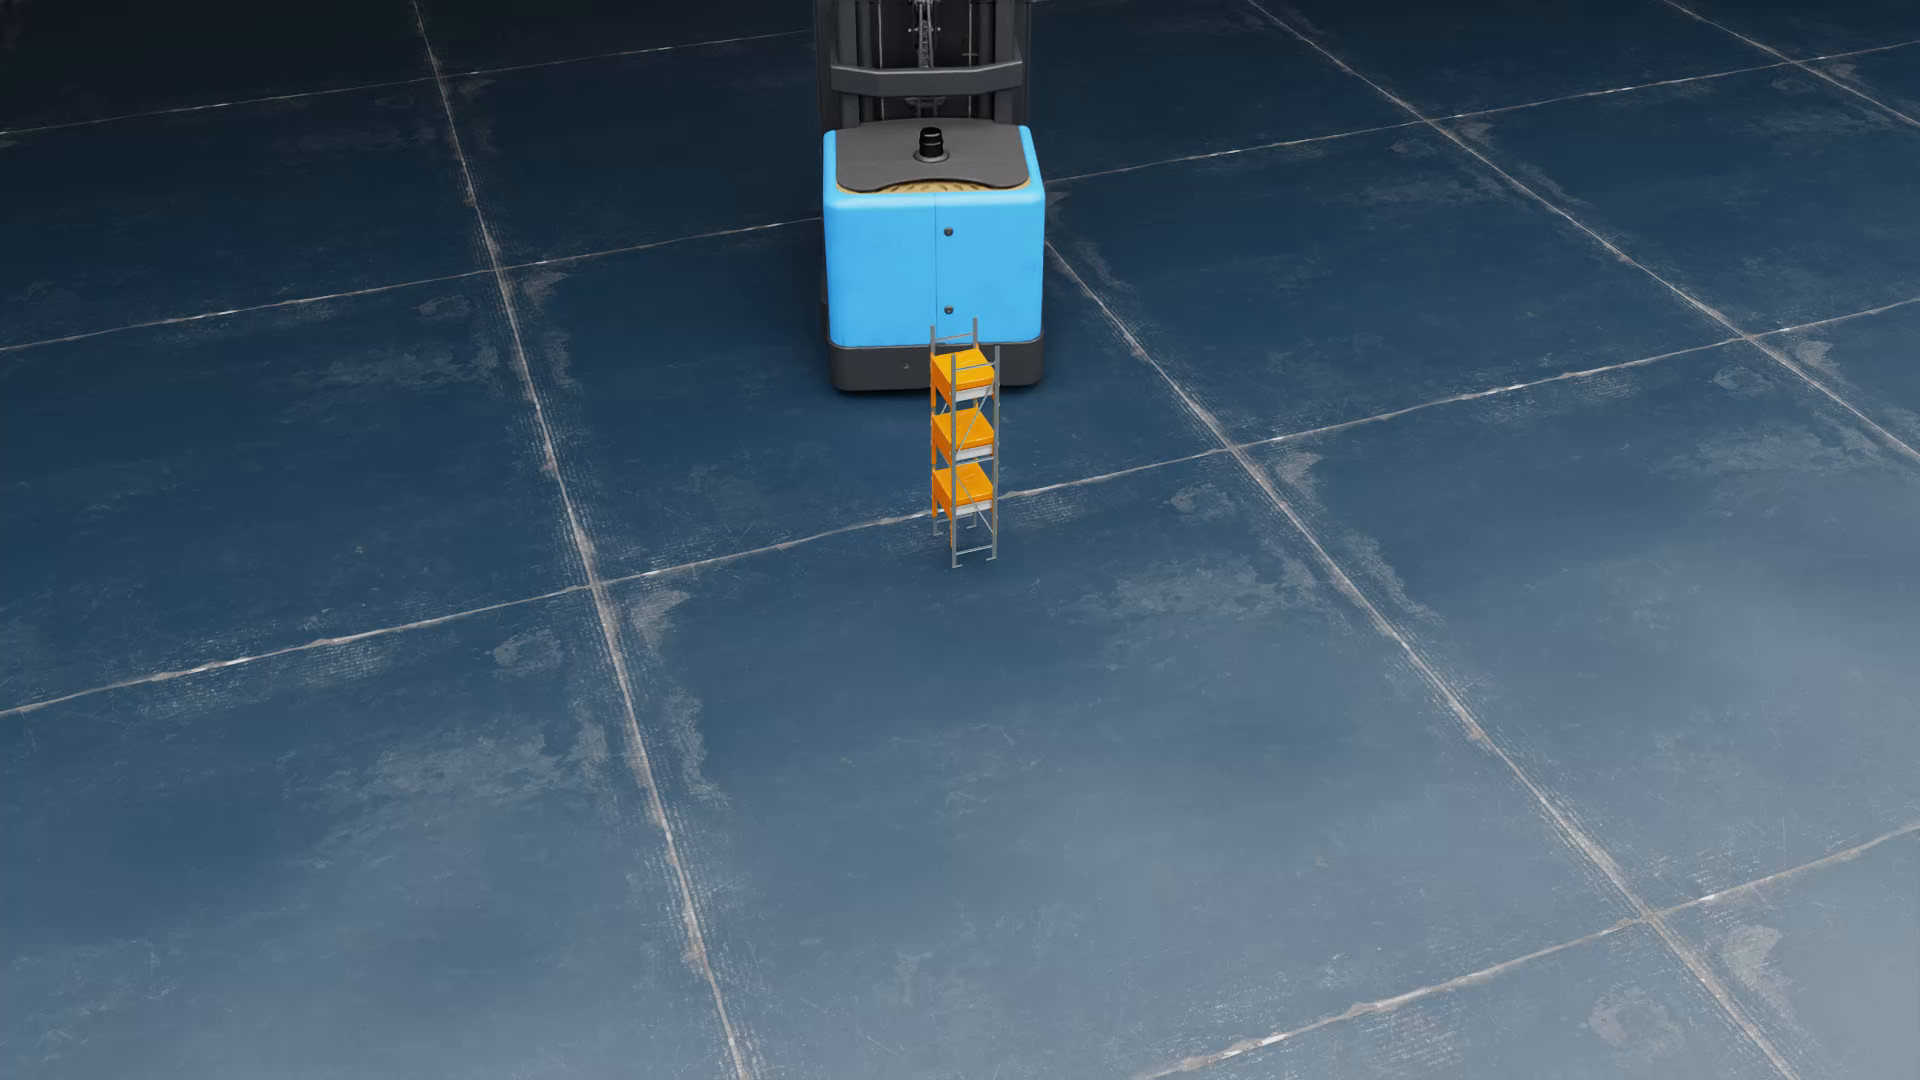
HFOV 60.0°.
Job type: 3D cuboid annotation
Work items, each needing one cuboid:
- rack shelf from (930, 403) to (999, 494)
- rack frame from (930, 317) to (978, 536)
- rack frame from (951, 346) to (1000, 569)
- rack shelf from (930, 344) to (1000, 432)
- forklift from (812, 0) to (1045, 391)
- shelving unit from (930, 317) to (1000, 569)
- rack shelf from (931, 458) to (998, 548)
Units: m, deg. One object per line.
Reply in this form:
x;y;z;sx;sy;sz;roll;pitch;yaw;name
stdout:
0.018;-0.381;6.900;0.215;0.259;0.240;-12;39;-16;rack shelf
-0.024;-0.458;6.985;0.200;1.050;0.008;-12;39;-16;rack frame
0.060;-0.320;6.803;0.200;1.050;0.008;-12;39;-16;rack frame
0.018;-0.607;6.730;0.215;0.259;0.240;-12;39;-16;rack shelf
-0.205;-2.764;8.483;1.130;2.935;3.031;-2;37;-3;forklift
0.018;-0.389;6.894;0.215;1.050;0.252;-12;39;-16;shelving unit
0.018;-0.159;7.068;0.215;0.259;0.240;-12;39;-16;rack shelf
